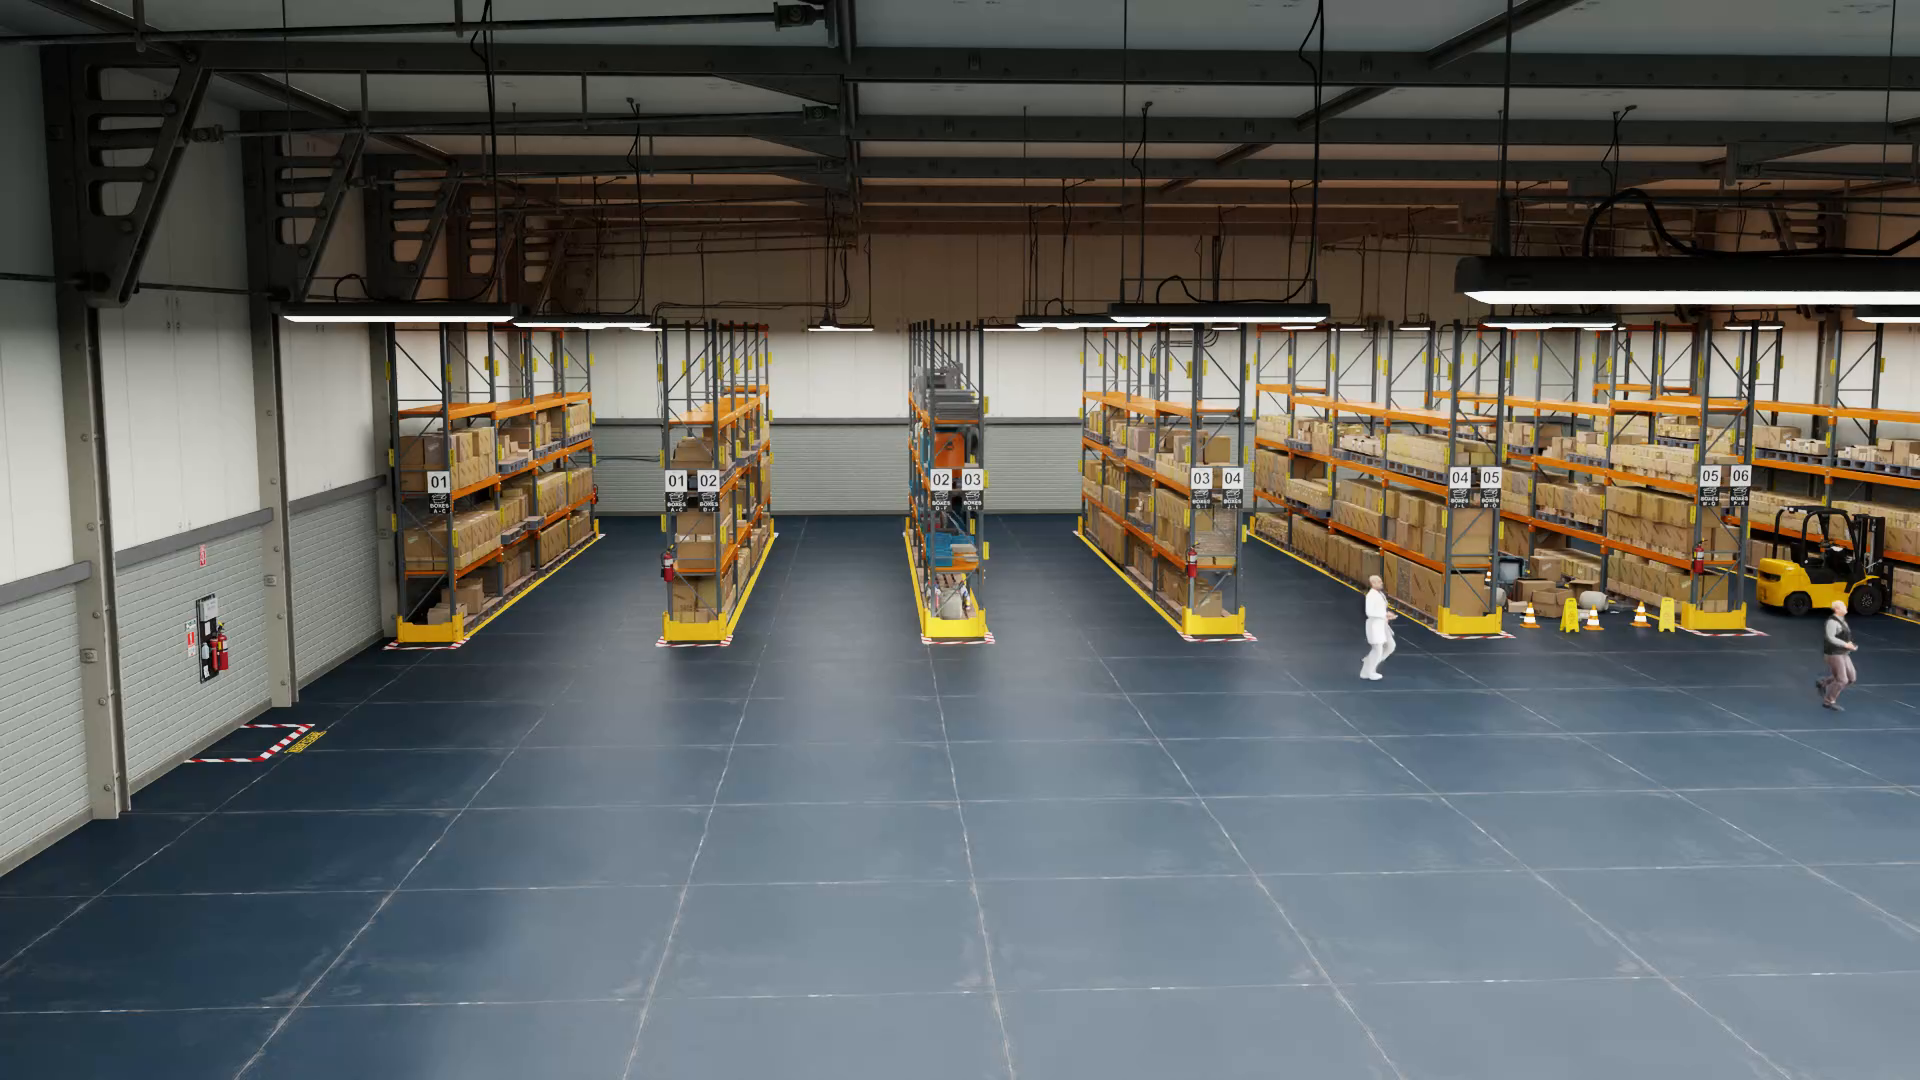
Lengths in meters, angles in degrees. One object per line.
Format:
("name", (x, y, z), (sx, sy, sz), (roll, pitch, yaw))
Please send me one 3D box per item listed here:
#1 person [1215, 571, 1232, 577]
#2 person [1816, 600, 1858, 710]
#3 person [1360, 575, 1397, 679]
("person", (6.242, -0.022, 39.423), (0.652, 1.824, 0.714), (-1, 7, -7))
("person", (13.425, 1.757, 25.436), (0.591, 1.686, 0.698), (6, 9, 40))
("person", (6.975, 1.454, 27.570), (0.636, 1.739, 0.697), (4, 8, 32))
